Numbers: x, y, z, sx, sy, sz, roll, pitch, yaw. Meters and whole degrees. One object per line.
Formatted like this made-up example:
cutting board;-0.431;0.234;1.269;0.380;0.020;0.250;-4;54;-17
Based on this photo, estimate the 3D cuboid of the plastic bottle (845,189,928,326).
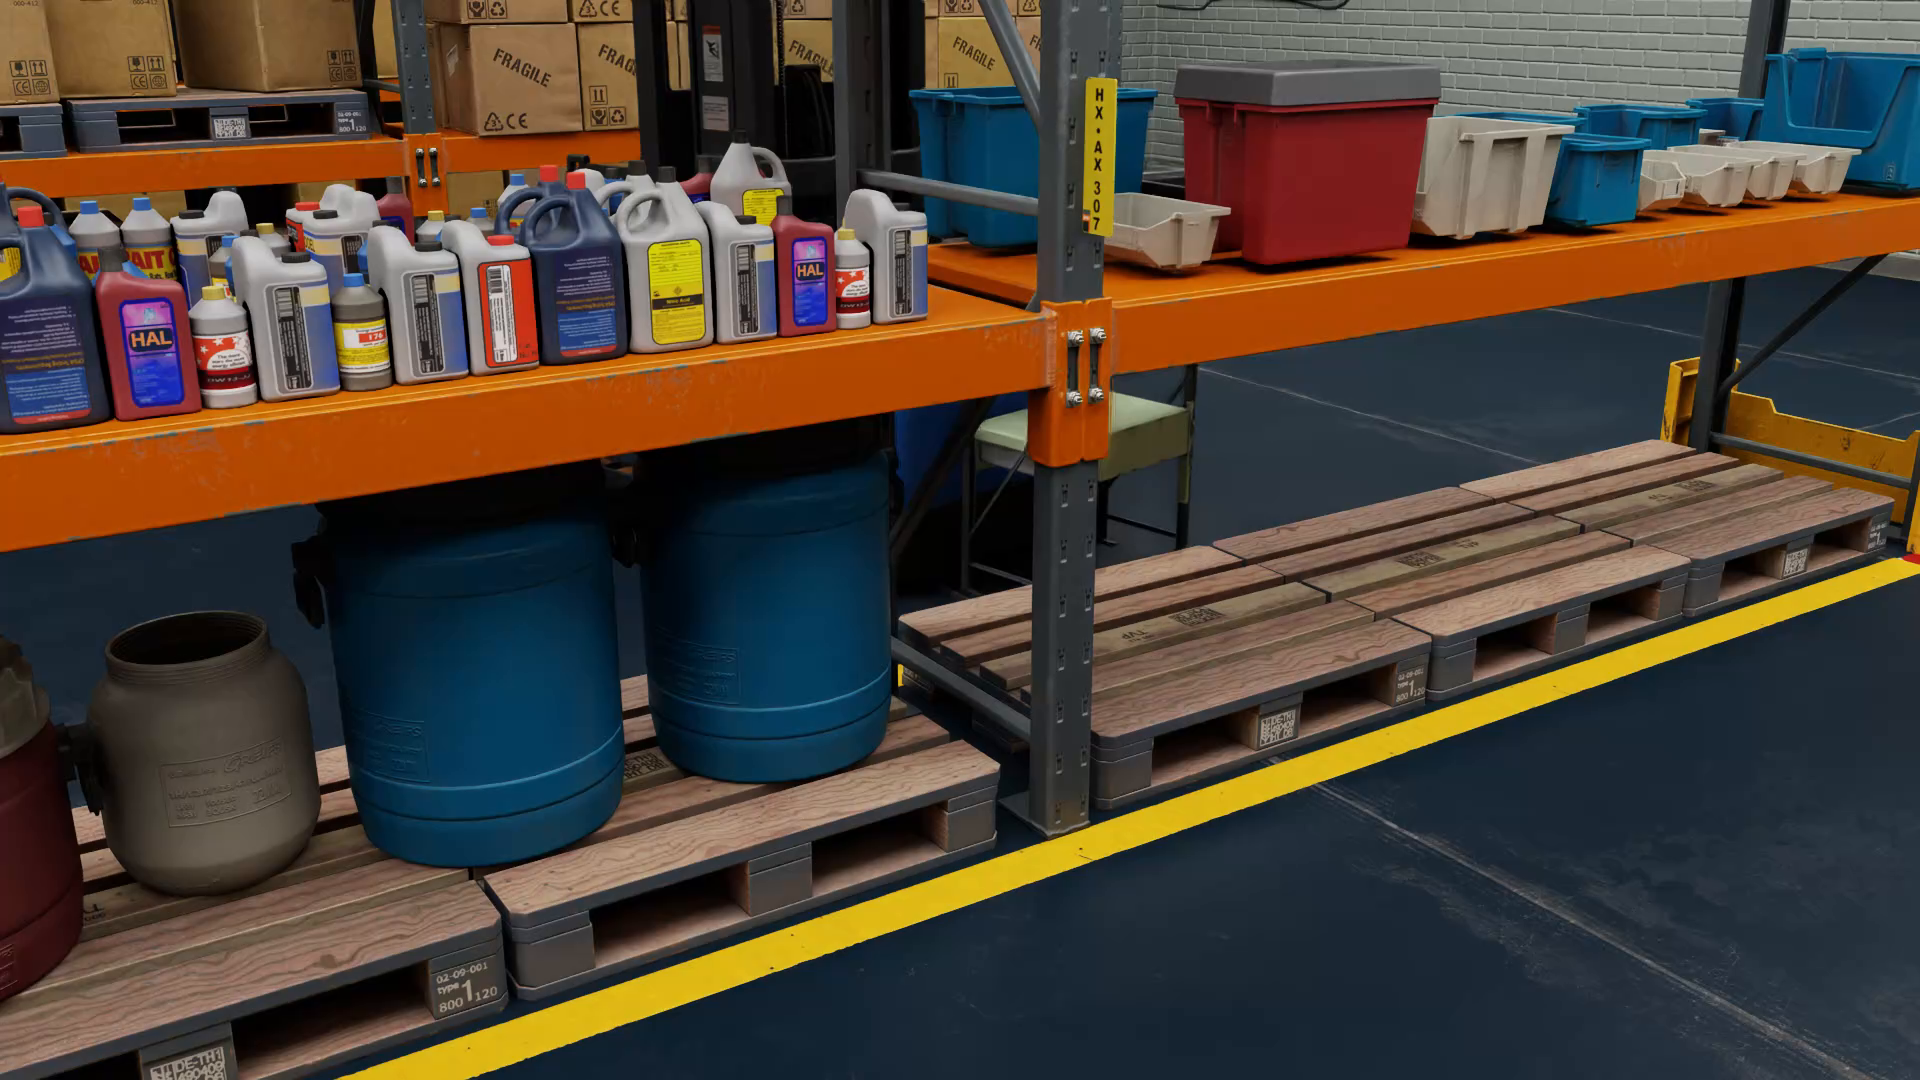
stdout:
plastic bottle;-0.156;-0.615;3.573;0.135;0.276;0.152;-12;22;-31

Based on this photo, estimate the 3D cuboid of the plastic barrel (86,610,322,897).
plastic barrel;-1.580;0.442;3.483;0.421;0.512;0.421;0;19;0

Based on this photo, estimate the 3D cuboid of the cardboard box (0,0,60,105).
cardboard box;-4.167;-2.074;6.883;0.700;0.500;0.500;16;24;39

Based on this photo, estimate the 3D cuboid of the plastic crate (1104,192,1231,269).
plastic crate;0.463;-0.777;4.177;0.243;0.136;0.396;-12;22;-31

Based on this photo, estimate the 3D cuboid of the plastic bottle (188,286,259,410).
plastic bottle;-1.270;-0.334;2.859;0.097;0.201;0.097;0;19;0

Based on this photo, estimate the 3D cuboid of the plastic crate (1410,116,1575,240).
plastic crate;1.372;-1.021;4.674;0.530;0.282;0.437;-12;22;-31

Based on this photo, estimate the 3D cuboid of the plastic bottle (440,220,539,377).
plastic bottle;-0.882;-0.462;3.120;0.135;0.276;0.152;-12;22;-31

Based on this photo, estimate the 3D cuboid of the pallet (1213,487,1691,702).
pallet;1.608;0.135;5.514;1.213;0.211;1.003;-12;22;-31

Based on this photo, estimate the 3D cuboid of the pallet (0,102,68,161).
pallet;-4.445;-1.703;6.899;1.213;0.211;1.003;-12;22;-31

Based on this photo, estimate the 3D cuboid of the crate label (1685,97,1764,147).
crate label;2.949;-1.528;6.248;0.303;0.233;0.416;-12;22;-31

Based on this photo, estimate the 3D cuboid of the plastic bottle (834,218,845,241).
plastic bottle;-0.240;-0.609;3.674;0.097;0.201;0.097;0;19;0

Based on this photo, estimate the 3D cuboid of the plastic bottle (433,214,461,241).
plastic bottle;-0.966;-0.489;3.210;0.097;0.271;0.097;0;19;0

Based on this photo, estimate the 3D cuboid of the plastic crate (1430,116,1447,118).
plastic crate;1.599;-1.243;5.405;0.300;0.233;0.416;-12;22;-31

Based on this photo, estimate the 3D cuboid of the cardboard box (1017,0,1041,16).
cardboard box;0.395;-3.229;9.394;0.500;0.500;0.500;-12;22;-32

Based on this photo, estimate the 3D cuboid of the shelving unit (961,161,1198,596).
shelving unit;0.415;-0.577;5.600;0.431;1.500;0.755;18;26;40

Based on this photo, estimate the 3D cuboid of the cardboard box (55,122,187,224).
cardboard box;-5.925;-2.511;11.688;0.750;0.750;0.750;-12;22;-31

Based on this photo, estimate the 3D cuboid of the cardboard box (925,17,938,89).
cardboard box;-0.460;-2.576;9.026;0.500;0.500;0.500;-12;22;-31

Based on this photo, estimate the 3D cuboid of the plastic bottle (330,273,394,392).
plastic bottle;-1.076;-0.375;2.980;0.097;0.201;0.097;0;19;0

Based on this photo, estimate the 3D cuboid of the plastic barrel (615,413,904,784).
plastic barrel;-0.468;0.057;4.013;0.708;0.901;0.600;-12;22;-31

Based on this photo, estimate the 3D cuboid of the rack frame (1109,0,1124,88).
rack frame;0.615;-2.860;10.020;0.127;3.000;1.000;-12;22;-31

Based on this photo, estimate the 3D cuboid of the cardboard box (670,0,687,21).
cardboard box;-1.317;-2.865;8.319;0.500;0.500;0.500;-13;22;-33

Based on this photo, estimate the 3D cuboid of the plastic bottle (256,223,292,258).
plastic bottle;-1.486;-0.579;3.585;0.097;0.201;0.097;0;19;0

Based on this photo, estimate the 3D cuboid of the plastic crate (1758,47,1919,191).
plastic crate;3.159;-1.470;5.761;0.499;0.435;0.616;-12;22;-31

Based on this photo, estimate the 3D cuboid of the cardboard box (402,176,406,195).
cardboard box;-4.351;-2.686;12.754;0.500;0.500;0.700;-12;22;-32

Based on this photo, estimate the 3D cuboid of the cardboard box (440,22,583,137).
cardboard box;-2.150;-2.219;7.969;0.500;0.500;0.500;-11;22;-30

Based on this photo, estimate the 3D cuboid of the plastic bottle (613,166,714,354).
plastic bottle;-0.592;-0.557;3.285;0.185;0.351;0.144;-12;22;-31

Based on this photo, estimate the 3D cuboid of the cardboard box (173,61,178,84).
cardboard box;-5.580;-3.235;11.490;0.250;0.149;0.380;-12;22;-31

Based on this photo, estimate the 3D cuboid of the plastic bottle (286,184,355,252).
plastic bottle;-1.374;-0.628;3.612;0.135;0.276;0.152;-12;22;-31

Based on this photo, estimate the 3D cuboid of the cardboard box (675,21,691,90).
cardboard box;-1.305;-2.398;8.498;0.500;0.500;0.500;-12;22;-32

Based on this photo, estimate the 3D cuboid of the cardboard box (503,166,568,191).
cardboard box;-3.480;-2.872;13.303;0.500;0.500;0.700;-13;22;-33

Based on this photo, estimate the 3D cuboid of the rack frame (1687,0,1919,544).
rack frame;3.336;-1.534;6.099;0.127;3.000;1.000;-12;22;-31

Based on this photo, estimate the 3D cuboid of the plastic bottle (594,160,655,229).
plastic bottle;-0.672;-0.595;3.399;0.185;0.351;0.144;-12;22;-31

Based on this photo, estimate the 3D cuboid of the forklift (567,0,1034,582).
forklift;-0.920;-1.620;6.462;3.031;2.935;1.130;17;25;41

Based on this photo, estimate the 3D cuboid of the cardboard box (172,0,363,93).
cardboard box;-3.244;-2.378;7.782;0.700;0.500;0.500;14;23;35

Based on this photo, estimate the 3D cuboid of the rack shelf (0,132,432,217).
rack shelf;-4.396;-1.462;7.009;4.000;0.370;1.077;-12;22;-31

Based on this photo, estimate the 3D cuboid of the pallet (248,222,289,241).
pallet;-4.775;-2.271;12.634;1.213;0.211;1.003;-12;22;-31

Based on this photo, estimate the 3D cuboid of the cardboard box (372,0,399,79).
cardboard box;-4.379;-3.840;12.450;0.700;0.700;0.980;-13;22;-33

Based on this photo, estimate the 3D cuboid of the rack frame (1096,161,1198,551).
rack frame;0.667;-0.662;5.851;0.400;1.500;0.023;18;26;40

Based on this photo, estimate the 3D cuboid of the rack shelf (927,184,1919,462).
rack shelf;1.666;-0.841;5.172;4.000;0.370;1.077;-12;22;-31

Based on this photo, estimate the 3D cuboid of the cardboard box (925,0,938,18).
cardboard box;-0.457;-3.047;8.856;0.500;0.500;0.500;-11;22;-30

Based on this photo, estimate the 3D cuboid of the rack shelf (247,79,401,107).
rack shelf;-3.783;-3.491;13.010;4.000;0.370;1.077;-12;22;-31

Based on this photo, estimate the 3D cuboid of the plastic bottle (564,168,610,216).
plastic bottle;-0.906;-0.727;3.904;0.135;0.276;0.152;-12;22;-31

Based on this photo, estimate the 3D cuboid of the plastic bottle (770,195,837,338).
plastic bottle;-0.324;-0.565;3.415;0.133;0.283;0.061;-12;22;-31

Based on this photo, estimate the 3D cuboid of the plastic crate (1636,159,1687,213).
plastic crate;2.048;-1.086;5.090;0.250;0.136;0.298;-12;22;-31

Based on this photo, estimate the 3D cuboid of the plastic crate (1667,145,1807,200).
plastic crate;2.505;-1.198;5.423;0.243;0.136;0.396;-12;22;-31

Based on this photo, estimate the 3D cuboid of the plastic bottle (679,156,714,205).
plastic bottle;-0.657;-0.800;4.110;0.133;0.283;0.061;-12;22;-31

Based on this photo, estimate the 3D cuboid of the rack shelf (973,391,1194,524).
rack shelf;0.412;-0.270;5.707;0.431;0.370;0.720;18;26;40

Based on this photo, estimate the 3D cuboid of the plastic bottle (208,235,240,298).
plastic bottle;-1.484;-0.522;3.414;0.097;0.201;0.097;0;19;0

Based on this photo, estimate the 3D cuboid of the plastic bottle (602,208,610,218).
plastic bottle;-0.822;-0.661;3.827;0.097;0.201;0.097;0;19;0

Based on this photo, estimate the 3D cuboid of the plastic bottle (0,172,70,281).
plastic bottle;-1.866;-0.561;3.298;0.185;0.351;0.144;-12;22;-31

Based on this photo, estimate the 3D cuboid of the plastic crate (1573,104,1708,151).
plastic crate;2.399;-1.412;5.905;0.300;0.233;0.416;-12;22;-31

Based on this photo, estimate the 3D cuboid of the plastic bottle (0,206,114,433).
plastic bottle;-1.512;-0.363;2.711;0.185;0.351;0.144;-12;22;-31

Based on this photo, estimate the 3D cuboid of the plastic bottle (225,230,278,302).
plastic bottle;-1.272;-0.425;3.019;0.097;0.271;0.097;0;19;0

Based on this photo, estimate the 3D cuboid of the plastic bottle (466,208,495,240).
plastic bottle;-1.099;-0.661;3.826;0.097;0.201;0.097;0;19;0

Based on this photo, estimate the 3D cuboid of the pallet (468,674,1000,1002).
pallet;-0.672;0.616;4.092;1.213;0.211;1.003;-12;22;-31

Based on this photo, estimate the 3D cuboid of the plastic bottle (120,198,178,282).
plastic bottle;-1.680;-0.572;3.453;0.097;0.271;0.097;0;19;0

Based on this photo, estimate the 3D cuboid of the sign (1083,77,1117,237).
sign;0.296;-0.813;3.534;0.005;0.325;0.100;-12;22;-31

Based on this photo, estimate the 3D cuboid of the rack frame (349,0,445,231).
rack frame;-2.726;-2.155;7.936;0.127;3.000;1.000;-12;22;-31

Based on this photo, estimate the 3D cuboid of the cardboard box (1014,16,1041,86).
cardboard box;0.391;-2.755;9.555;0.500;0.500;0.500;-11;22;-30

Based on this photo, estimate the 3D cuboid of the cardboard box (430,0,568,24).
cardboard box;-2.177;-2.684;7.782;0.500;0.500;0.500;-11;22;-30
